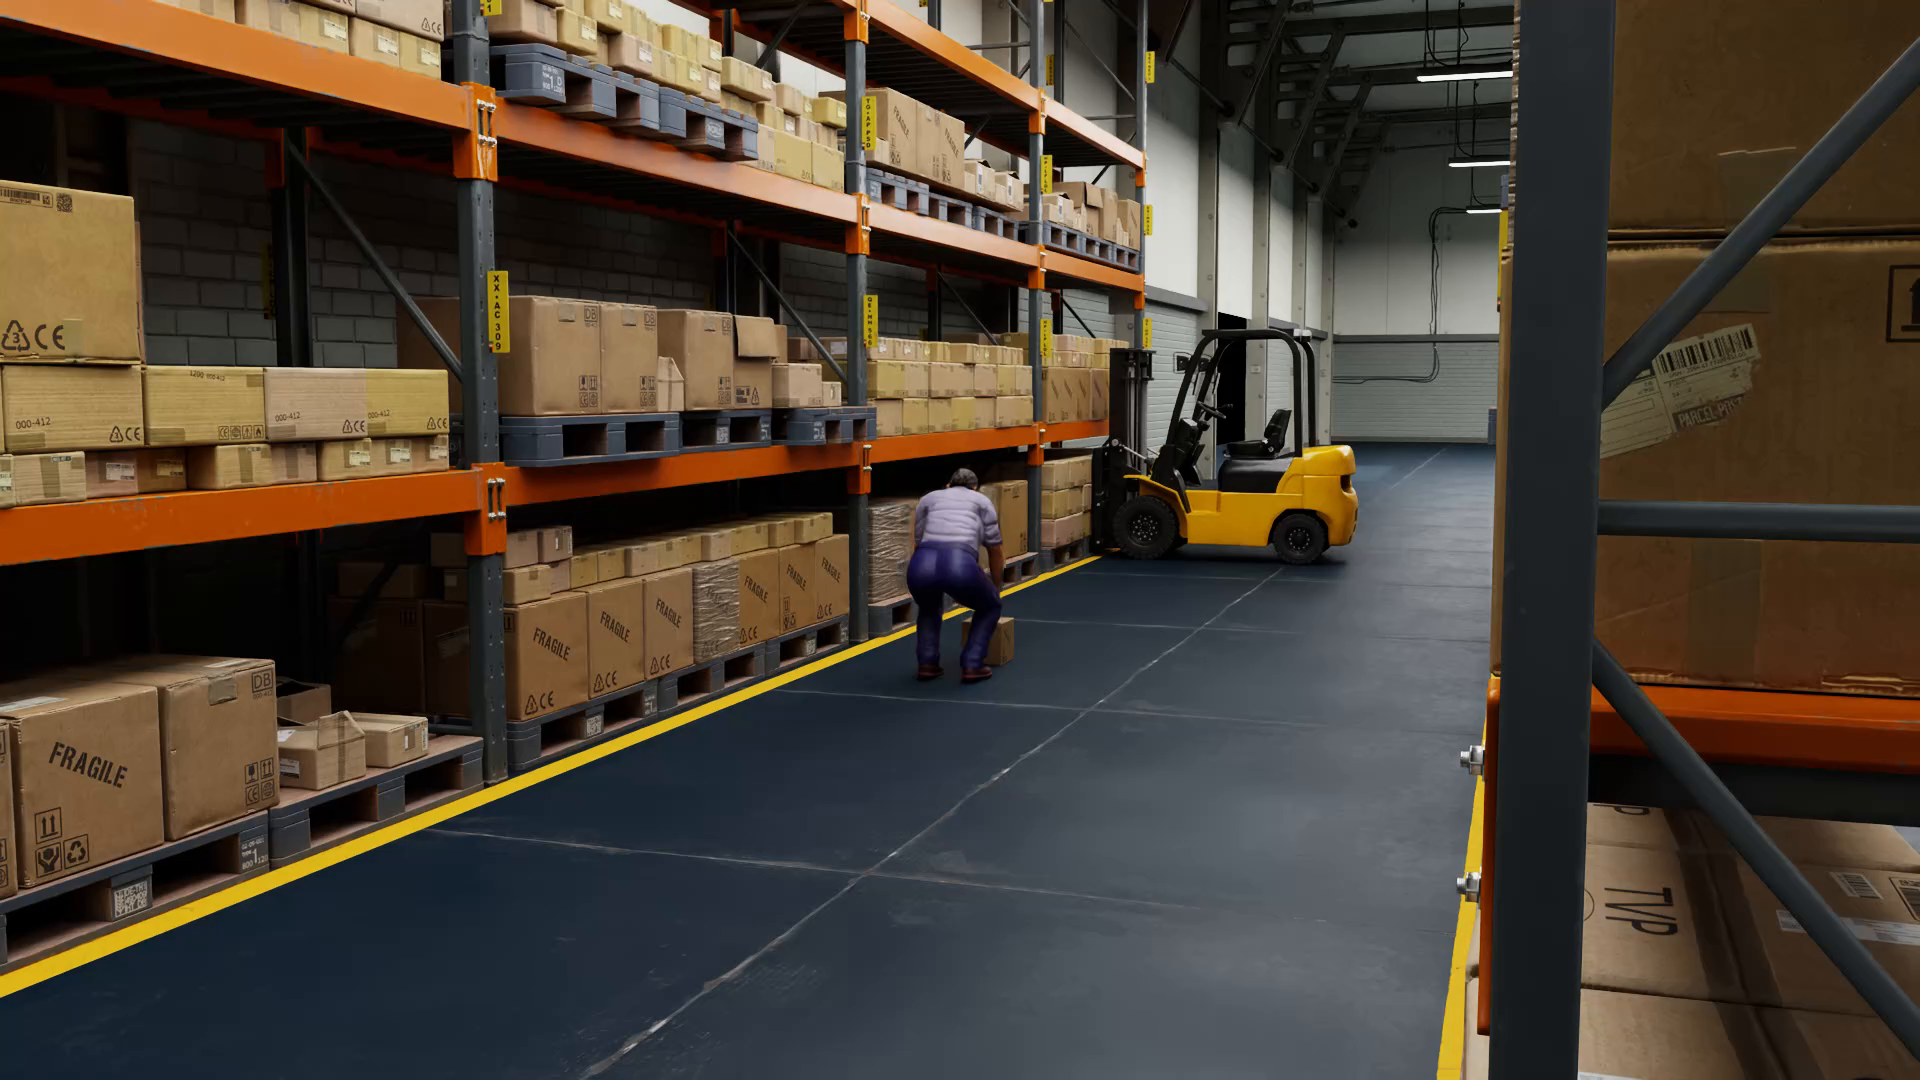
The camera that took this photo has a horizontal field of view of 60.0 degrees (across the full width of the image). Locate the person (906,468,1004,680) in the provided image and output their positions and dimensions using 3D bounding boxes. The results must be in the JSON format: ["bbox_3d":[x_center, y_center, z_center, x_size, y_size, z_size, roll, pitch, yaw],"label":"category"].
[{"bbox_3d":[-0.053,0.192,9.387,0.537,1.169,0.752,2,6,19],"label":"person"}]
